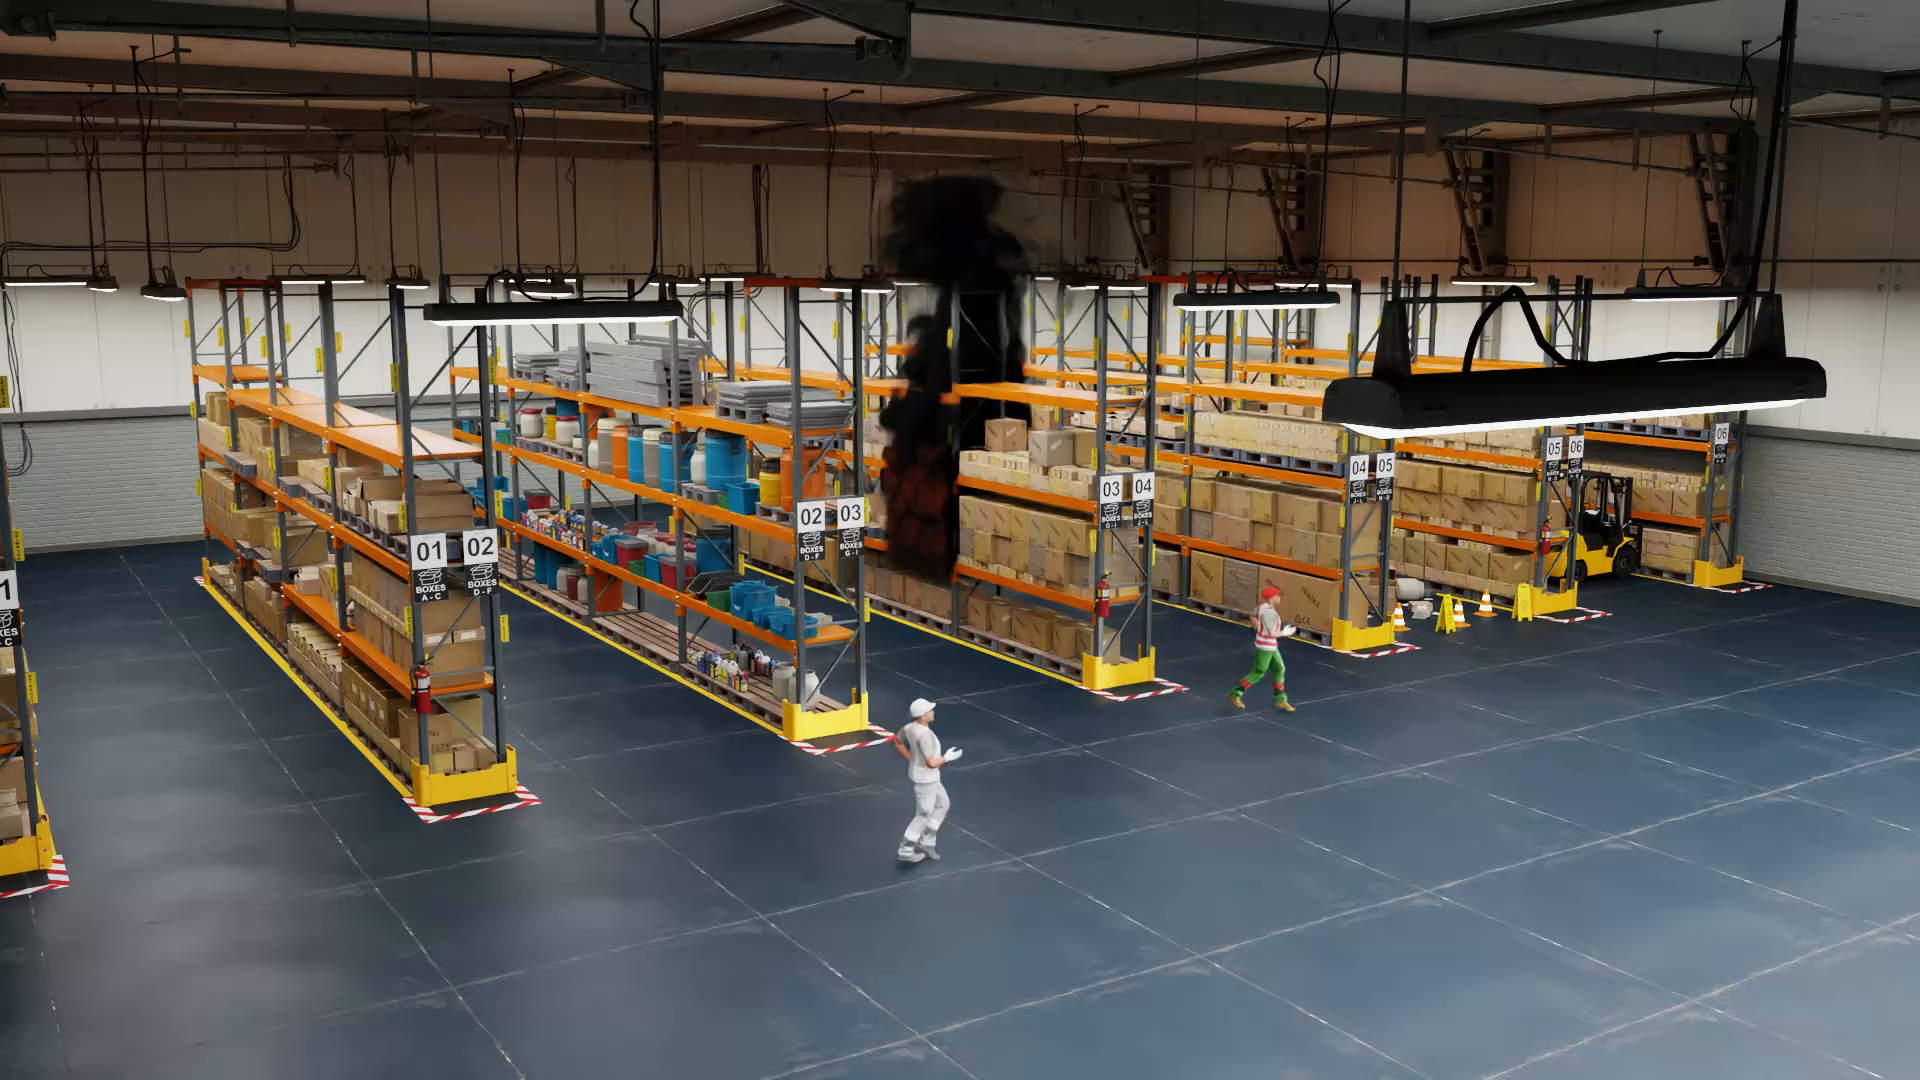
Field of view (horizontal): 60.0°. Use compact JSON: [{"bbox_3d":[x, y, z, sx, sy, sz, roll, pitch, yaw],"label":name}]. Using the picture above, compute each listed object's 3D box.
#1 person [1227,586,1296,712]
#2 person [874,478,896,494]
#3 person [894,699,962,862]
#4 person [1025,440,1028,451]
[{"bbox_3d":[4.270,1.541,23.445,0.979,1.814,0.674,1,10,8],"label":"person"},{"bbox_3d":[-1.897,-1.581,41.896,0.981,1.788,0.702,-7,12,-35],"label":"person"},{"bbox_3d":[-0.335,2.550,17.516,0.682,1.820,0.631,-2,10,-12],"label":"person"},{"bbox_3d":[1.816,-2.021,44.836,1.006,1.622,0.643,1,10,6],"label":"person"}]
